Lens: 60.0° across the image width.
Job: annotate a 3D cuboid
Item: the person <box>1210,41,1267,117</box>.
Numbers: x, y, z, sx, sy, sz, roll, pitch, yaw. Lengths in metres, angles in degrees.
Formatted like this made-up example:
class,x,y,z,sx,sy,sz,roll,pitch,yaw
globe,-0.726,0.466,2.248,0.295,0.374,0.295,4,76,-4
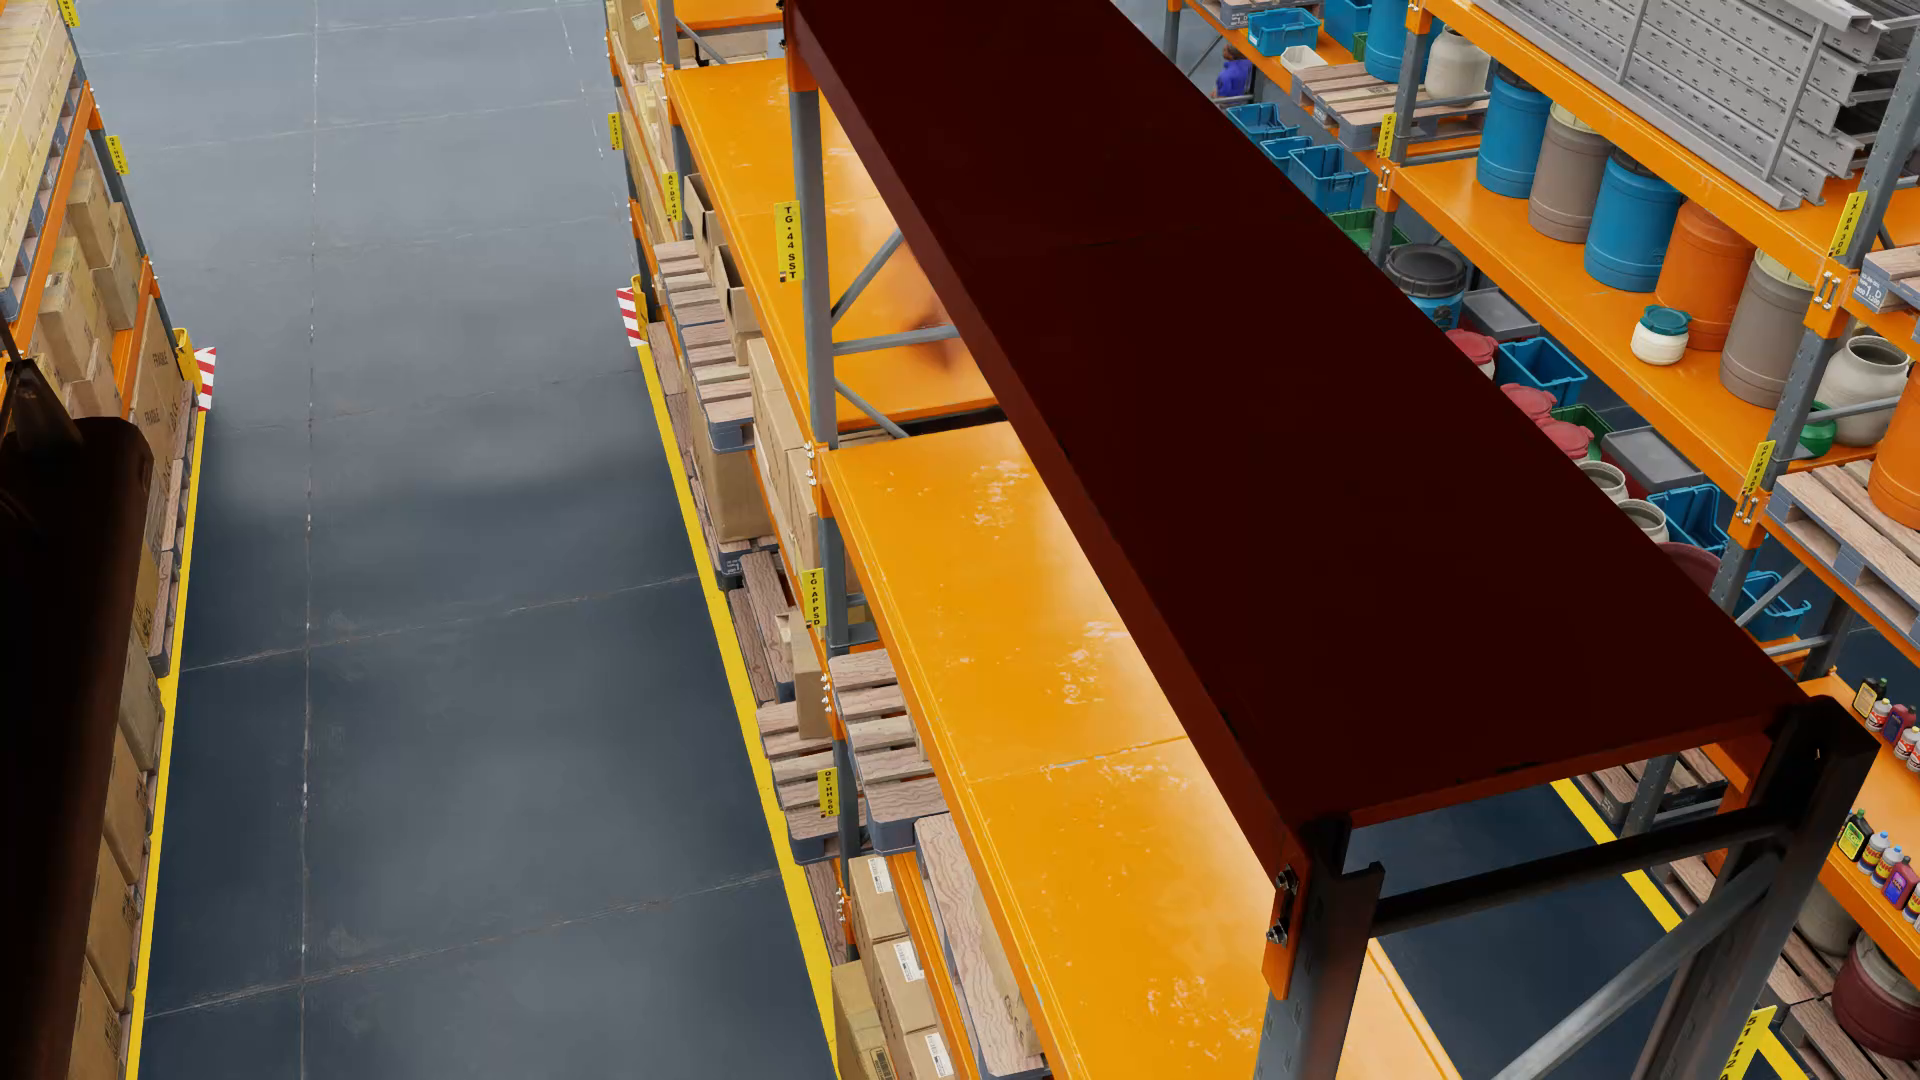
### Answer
class,x,y,z,sx,sy,sz,roll,pitch,yaw
person,2.801,-4.316,16.998,0.841,1.649,0.616,28,46,31

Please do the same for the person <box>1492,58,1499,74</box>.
class,x,y,z,sx,sy,sz,roll,pitch,yaw
person,6.274,-5.453,18.316,0.664,1.818,0.654,4,39,5
